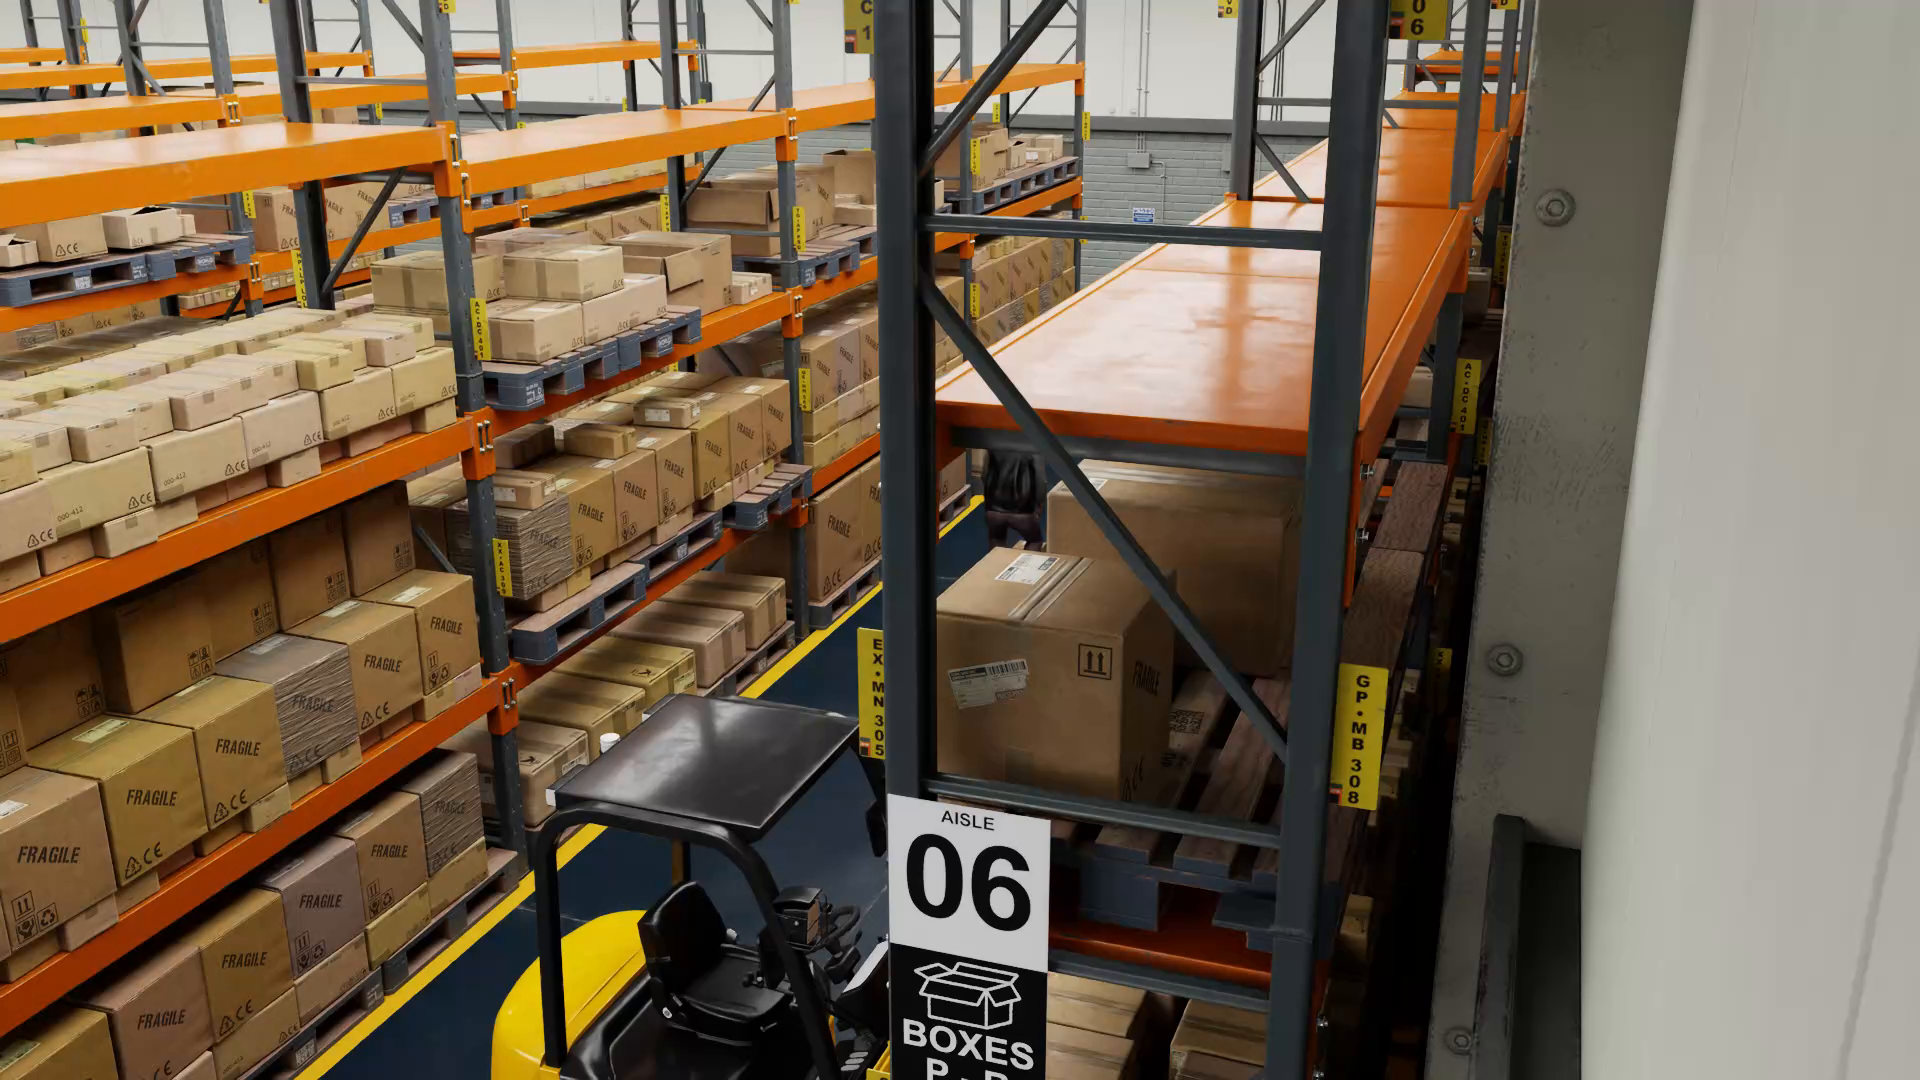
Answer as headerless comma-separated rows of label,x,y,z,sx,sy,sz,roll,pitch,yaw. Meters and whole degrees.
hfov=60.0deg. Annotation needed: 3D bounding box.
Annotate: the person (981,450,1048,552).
person,0.436,-0.276,14.230,0.590,1.461,0.670,6,20,18
